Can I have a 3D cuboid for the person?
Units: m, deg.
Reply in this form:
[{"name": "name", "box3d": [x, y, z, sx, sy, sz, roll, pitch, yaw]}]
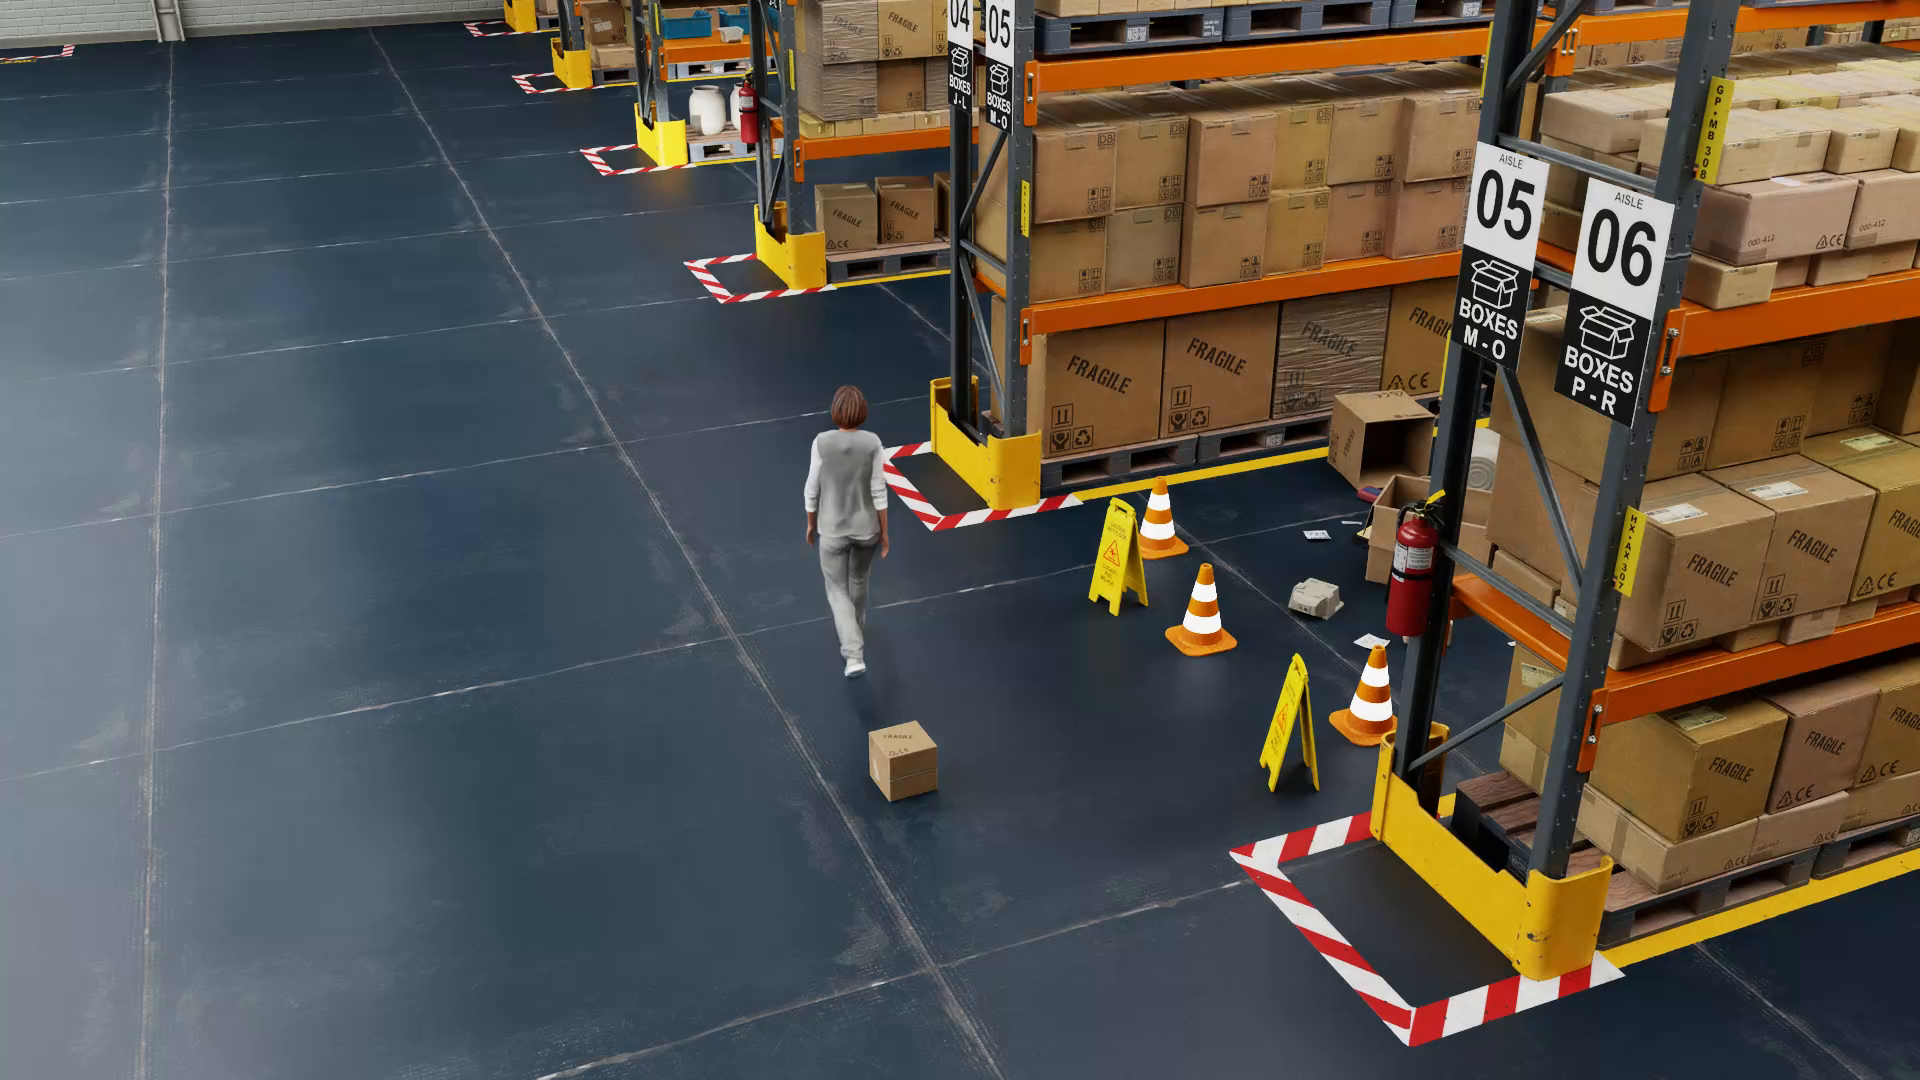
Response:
[{"name": "person", "box3d": [-0.586, -0.042, 8.695, 0.428, 1.554, 0.877, -5, 27, -10]}]
